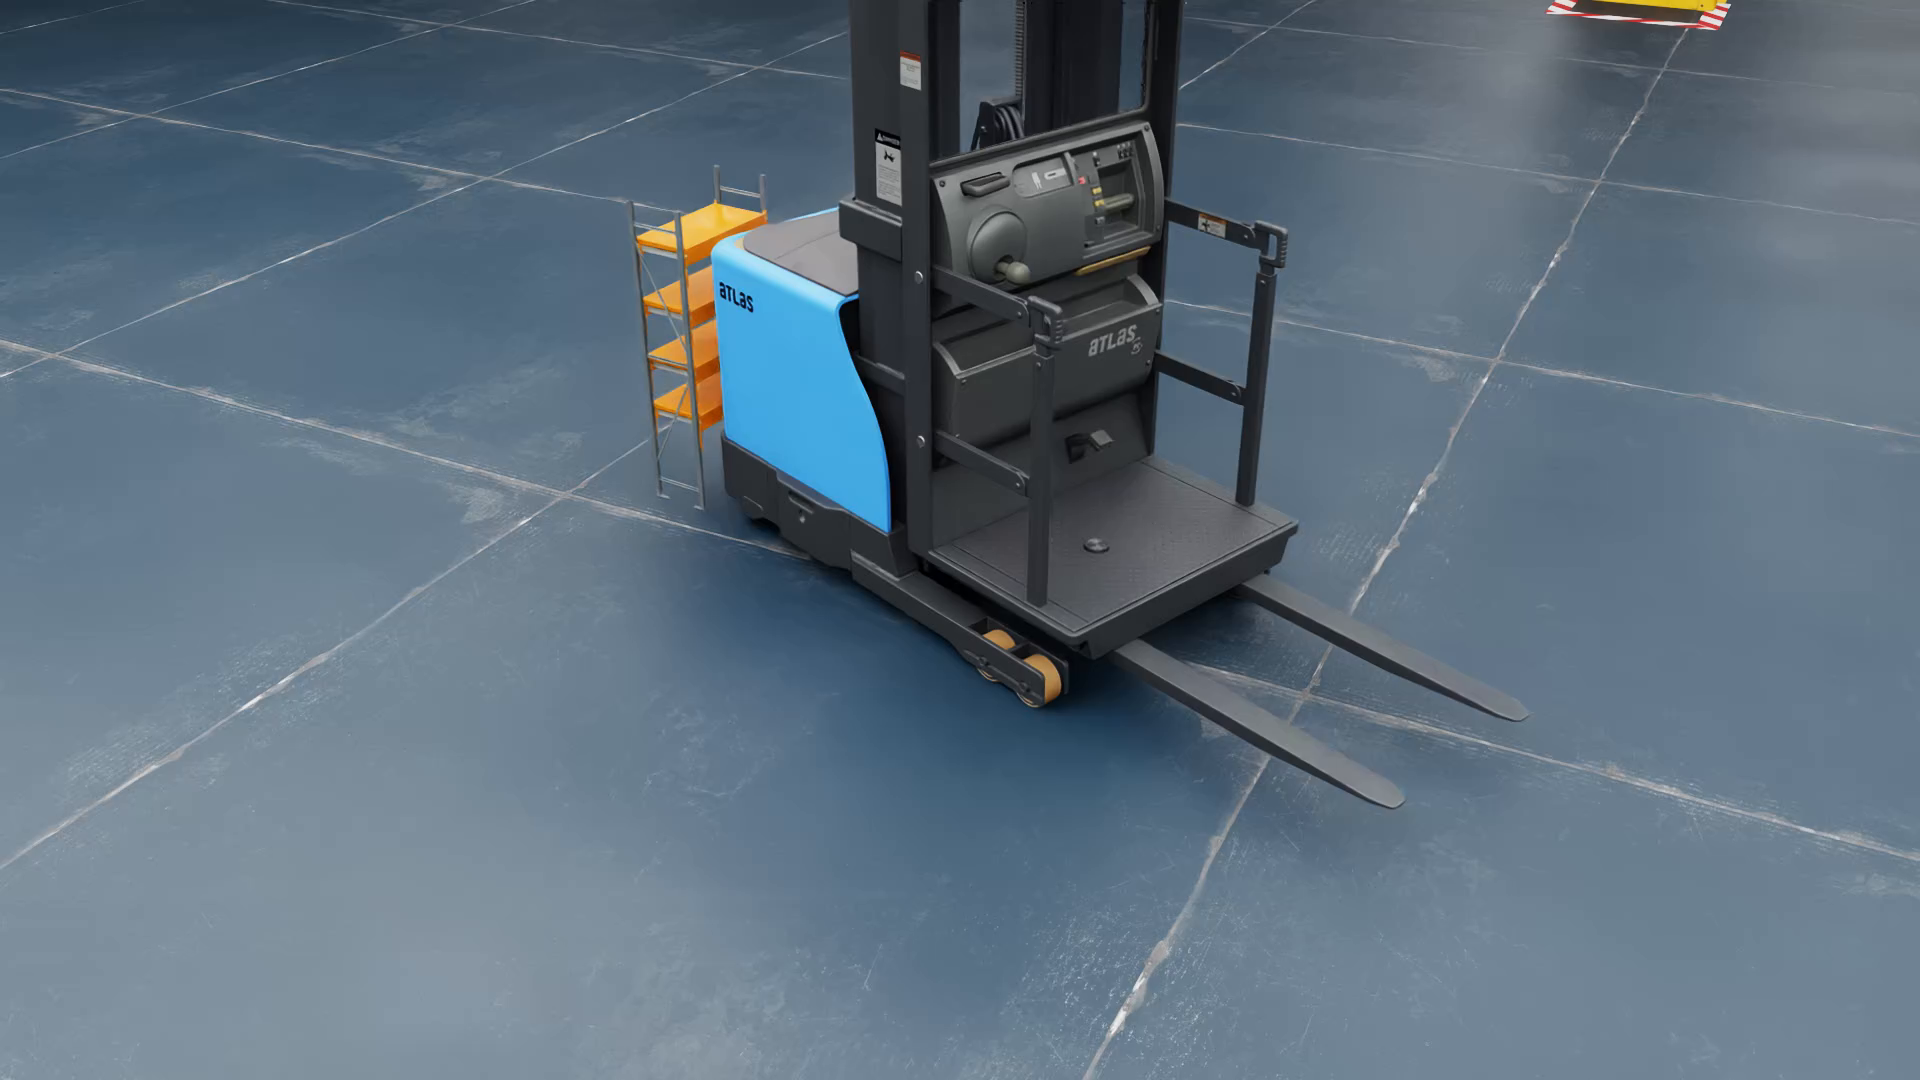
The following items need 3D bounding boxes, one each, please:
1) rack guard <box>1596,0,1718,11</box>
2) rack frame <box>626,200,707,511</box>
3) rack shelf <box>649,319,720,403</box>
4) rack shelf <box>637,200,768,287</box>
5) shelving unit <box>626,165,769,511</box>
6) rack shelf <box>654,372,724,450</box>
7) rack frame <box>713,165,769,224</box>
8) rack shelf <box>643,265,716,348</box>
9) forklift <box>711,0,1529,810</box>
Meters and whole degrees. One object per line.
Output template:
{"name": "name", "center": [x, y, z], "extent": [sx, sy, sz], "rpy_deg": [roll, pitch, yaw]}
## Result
{"name": "rack guard", "center": [5.890, -4.866, 14.222], "extent": [1.175, 0.500, 0.348], "rpy_deg": [14, 33, 23]}
{"name": "rack frame", "center": [-1.089, -0.665, 6.203], "extent": [0.240, 1.200, 0.015], "rpy_deg": [17, 34, 27]}
{"name": "rack shelf", "center": [-0.960, -0.710, 6.416], "extent": [0.258, 0.148, 0.480], "rpy_deg": [17, 34, 27]}
{"name": "rack shelf", "center": [-0.960, -1.109, 6.187], "extent": [0.258, 0.148, 0.480], "rpy_deg": [17, 34, 27]}
{"name": "shelving unit", "center": [-0.960, -0.768, 6.383], "extent": [0.258, 1.200, 0.503], "rpy_deg": [17, 34, 27]}
{"name": "rack shelf", "center": [-0.960, -0.538, 6.515], "extent": [0.258, 0.148, 0.480], "rpy_deg": [17, 34, 27]}
{"name": "rack frame", "center": [-0.832, -0.871, 6.562], "extent": [0.240, 1.200, 0.015], "rpy_deg": [17, 34, 27]}
{"name": "rack shelf", "center": [-0.960, -0.904, 6.305], "extent": [0.258, 0.148, 0.480], "rpy_deg": [17, 34, 27]}
{"name": "forklift", "center": [0.436, -1.022, 5.087], "extent": [1.130, 2.935, 3.031], "rpy_deg": [-24, 37, -35]}
